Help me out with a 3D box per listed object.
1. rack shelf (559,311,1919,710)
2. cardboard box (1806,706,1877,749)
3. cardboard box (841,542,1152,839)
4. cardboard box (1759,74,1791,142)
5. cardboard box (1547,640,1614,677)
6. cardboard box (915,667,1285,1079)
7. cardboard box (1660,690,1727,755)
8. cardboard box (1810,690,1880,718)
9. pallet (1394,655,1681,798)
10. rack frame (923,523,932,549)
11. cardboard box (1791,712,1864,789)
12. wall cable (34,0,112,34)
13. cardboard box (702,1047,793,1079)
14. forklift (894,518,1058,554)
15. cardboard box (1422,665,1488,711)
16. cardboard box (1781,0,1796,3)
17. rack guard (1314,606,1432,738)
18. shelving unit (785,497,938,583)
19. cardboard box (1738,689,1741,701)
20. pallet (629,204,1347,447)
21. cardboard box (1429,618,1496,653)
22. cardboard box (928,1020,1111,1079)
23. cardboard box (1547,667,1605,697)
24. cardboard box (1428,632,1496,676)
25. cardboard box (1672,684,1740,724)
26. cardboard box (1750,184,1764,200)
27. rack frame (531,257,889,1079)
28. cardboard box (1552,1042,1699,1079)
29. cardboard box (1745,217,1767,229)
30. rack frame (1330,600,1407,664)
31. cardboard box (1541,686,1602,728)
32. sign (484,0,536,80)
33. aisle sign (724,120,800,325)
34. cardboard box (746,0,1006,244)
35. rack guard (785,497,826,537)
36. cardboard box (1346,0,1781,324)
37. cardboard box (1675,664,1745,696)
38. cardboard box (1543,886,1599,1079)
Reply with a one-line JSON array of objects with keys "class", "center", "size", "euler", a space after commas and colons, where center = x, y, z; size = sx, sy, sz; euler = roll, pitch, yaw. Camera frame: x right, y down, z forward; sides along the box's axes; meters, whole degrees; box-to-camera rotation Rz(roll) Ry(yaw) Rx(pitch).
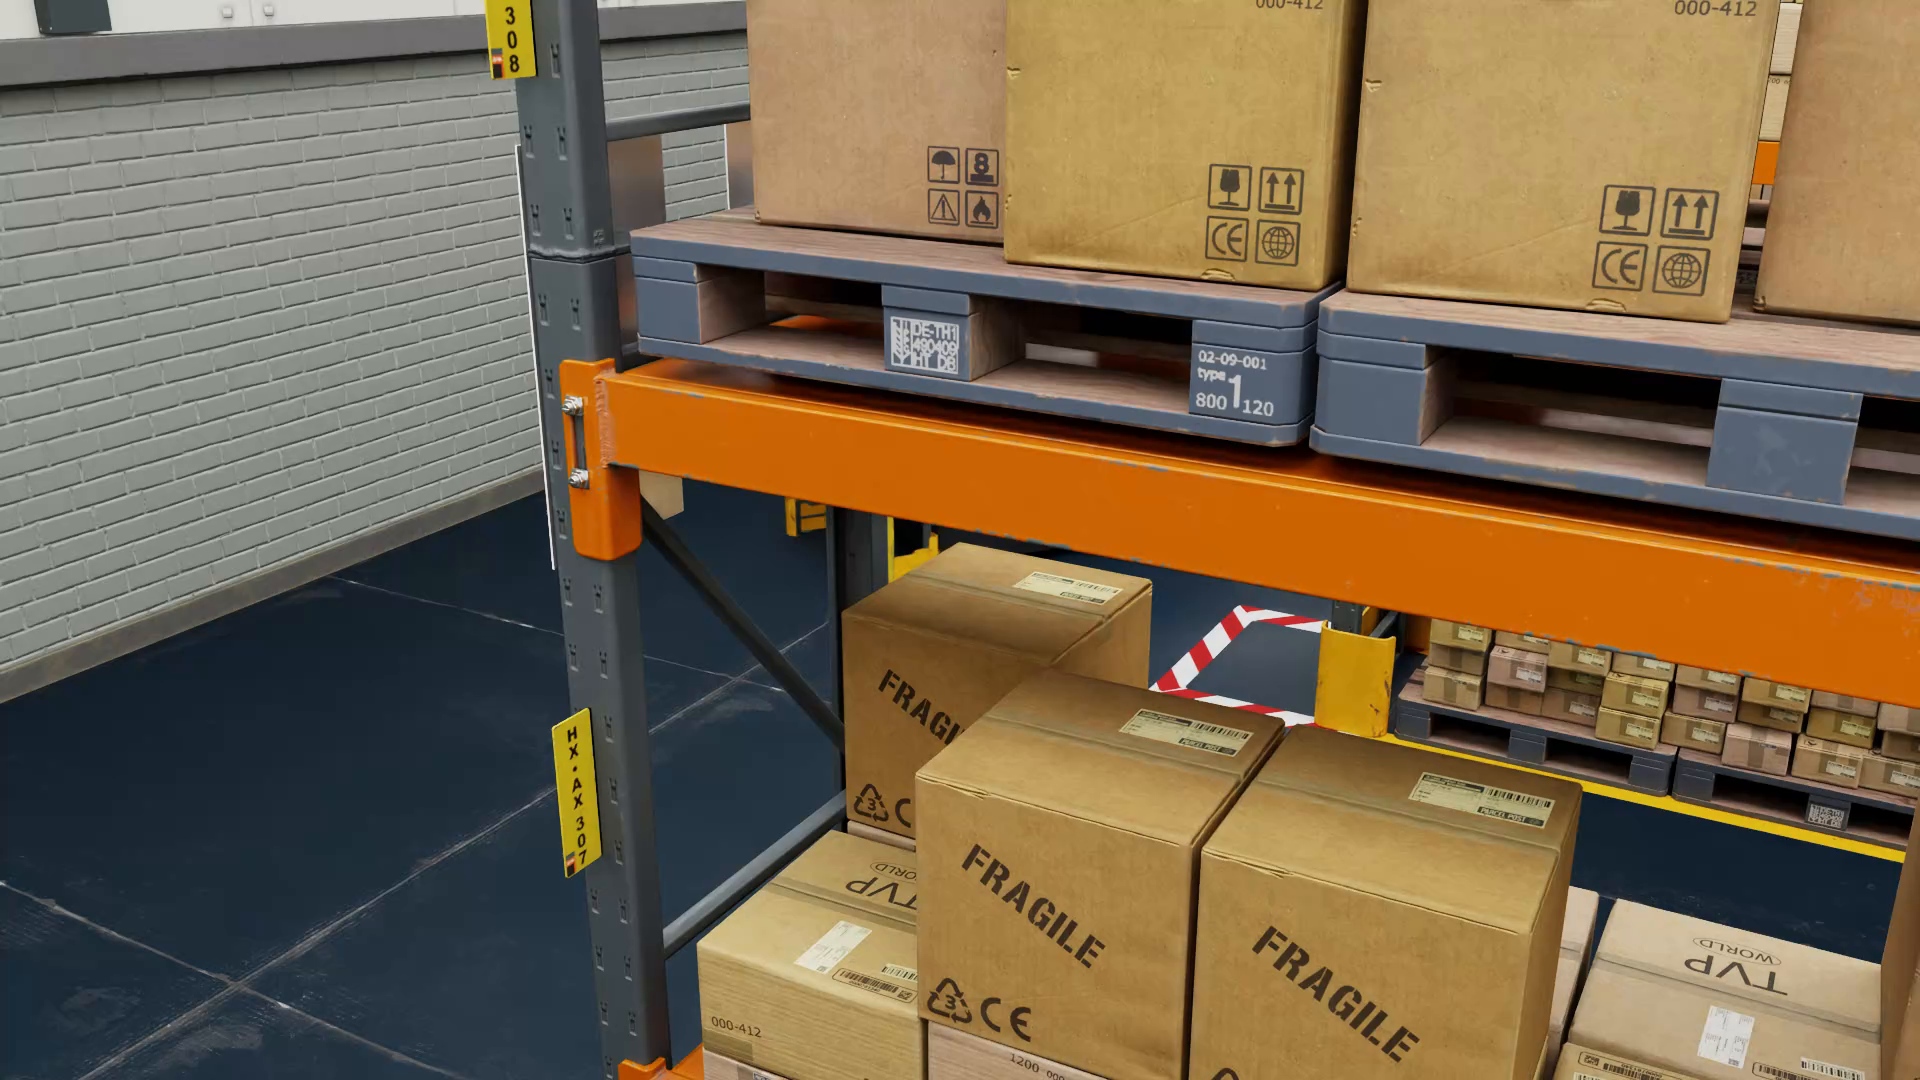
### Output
[{"class": "rack shelf", "center": [1.280, 0.032, 2.533], "size": [4.000, 0.370, 1.077], "euler": [11, 23, 27]}, {"class": "cardboard box", "center": [3.779, 0.727, 7.092], "size": [0.250, 0.149, 0.380], "euler": [12, 23, 30]}, {"class": "cardboard box", "center": [0.087, 0.353, 3.678], "size": [0.500, 0.500, 0.500], "euler": [11, 23, 28]}, {"class": "cardboard box", "center": [3.222, -1.706, 6.491], "size": [0.500, 0.250, 0.500], "euler": [10, 22, 26]}, {"class": "cardboard box", "center": [2.789, 0.453, 7.409], "size": [0.250, 0.149, 0.380], "euler": [11, 23, 27]}, {"class": "cardboard box", "center": [0.258, 0.593, 3.015], "size": [0.500, 0.500, 0.500], "euler": [10, 22, 26]}, {"class": "cardboard box", "center": [3.270, 0.785, 7.368], "size": [0.250, 0.149, 0.380], "euler": [11, 23, 27]}, {"class": "cardboard box", "center": [3.757, 0.590, 7.033], "size": [0.250, 0.149, 0.380], "euler": [11, 23, 27]}, {"class": "pallet", "center": [2.799, 0.781, 7.902], "size": [1.213, 0.211, 1.003], "euler": [11, 23, 27]}, {"class": "rack frame", "center": [-0.400, -0.459, 9.430], "size": [0.500, 1.500, 0.032], "euler": [-9, 22, -23]}, {"class": "cardboard box", "center": [3.699, 0.890, 7.076], "size": [0.250, 0.149, 0.380], "euler": [11, 23, 27]}, {"class": "wall cable", "center": [-3.722, -5.527, 7.688], "size": [0.120, 5.999, 2.277], "euler": [11, 23, 27]}, {"class": "cardboard box", "center": [-0.317, 1.047, 3.448], "size": [0.250, 0.149, 0.380], "euler": [11, 23, 28]}, {"class": "forklift", "center": [1.045, -1.539, 10.310], "size": [3.031, 2.935, 1.130], "euler": [-9, 22, -23]}, {"class": "cardboard box", "center": [2.342, 0.637, 7.775], "size": [0.250, 0.149, 0.380], "euler": [11, 23, 28]}, {"class": "cardboard box", "center": [3.116, -2.162, 6.429], "size": [0.250, 0.149, 0.380], "euler": [12, 23, 29]}, {"class": "rack guard", "center": [2.107, 0.500, 8.254], "size": [0.348, 0.500, 1.175], "euler": [11, 23, 27]}, {"class": "shelving unit", "center": [-0.611, -0.620, 9.874], "size": [0.587, 1.500, 1.083], "euler": [-9, 22, -23]}, {"class": "cardboard box", "center": [3.540, 0.623, 7.813], "size": [0.250, 0.149, 0.380], "euler": [10, 22, 25]}, {"class": "pallet", "center": [0.186, -0.476, 3.011], "size": [1.213, 0.211, 1.003], "euler": [11, 23, 27]}, {"class": "cardboard box", "center": [2.333, 0.363, 7.657], "size": [0.250, 0.149, 0.380], "euler": [10, 22, 25]}, {"class": "cardboard box", "center": [0.278, 0.947, 3.139], "size": [0.500, 0.250, 0.500], "euler": [10, 22, 27]}, {"class": "cardboard box", "center": [2.841, 0.555, 7.564], "size": [0.250, 0.149, 0.380], "euler": [11, 23, 28]}, {"class": "cardboard box", "center": [2.373, 0.478, 7.776], "size": [0.250, 0.149, 0.380], "euler": [12, 23, 30]}, {"class": "cardboard box", "center": [3.290, 0.646, 7.314], "size": [0.250, 0.149, 0.380], "euler": [10, 22, 25]}, {"class": "cardboard box", "center": [5.101, -2.447, 11.099], "size": [0.500, 0.500, 0.500], "euler": [10, 22, 26]}, {"class": "rack frame", "center": [-0.466, 0.772, 3.839], "size": [0.127, 3.000, 1.000], "euler": [11, 23, 27]}, {"class": "cardboard box", "center": [1.173, 1.117, 2.671], "size": [0.500, 0.250, 0.500], "euler": [10, 22, 26]}, {"class": "cardboard box", "center": [3.190, -1.016, 6.718], "size": [0.500, 0.500, 0.500], "euler": [10, 22, 26]}, {"class": "rack frame", "center": [2.041, -0.688, 7.863], "size": [0.127, 3.000, 1.000], "euler": [11, 23, 27]}, {"class": "cardboard box", "center": [2.831, 0.696, 7.614], "size": [0.250, 0.149, 0.380], "euler": [11, 23, 28]}, {"class": "sign", "center": [-0.742, -0.922, 2.712], "size": [0.005, 0.325, 0.100], "euler": [11, 23, 27]}, {"class": "aisle sign", "center": [-0.383, -0.552, 3.675], "size": [0.004, 0.787, 0.394], "euler": [11, 23, 27]}, {"class": "cardboard box", "center": [0.014, -0.859, 3.027], "size": [0.500, 0.500, 0.700], "euler": [9, 22, 24]}, {"class": "rack guard", "center": [-0.814, -0.187, 10.514], "size": [0.587, 0.250, 0.087], "euler": [-9, 22, -23]}, {"class": "cardboard box", "center": [0.921, -0.658, 2.473], "size": [0.500, 0.500, 0.700], "euler": [9, 22, 24]}, {"class": "cardboard box", "center": [3.284, 0.519, 7.228], "size": [0.250, 0.149, 0.380], "euler": [12, 23, 29]}, {"class": "cardboard box", "center": [0.973, 0.873, 3.343], "size": [0.500, 0.250, 0.500], "euler": [10, 22, 25]}]
